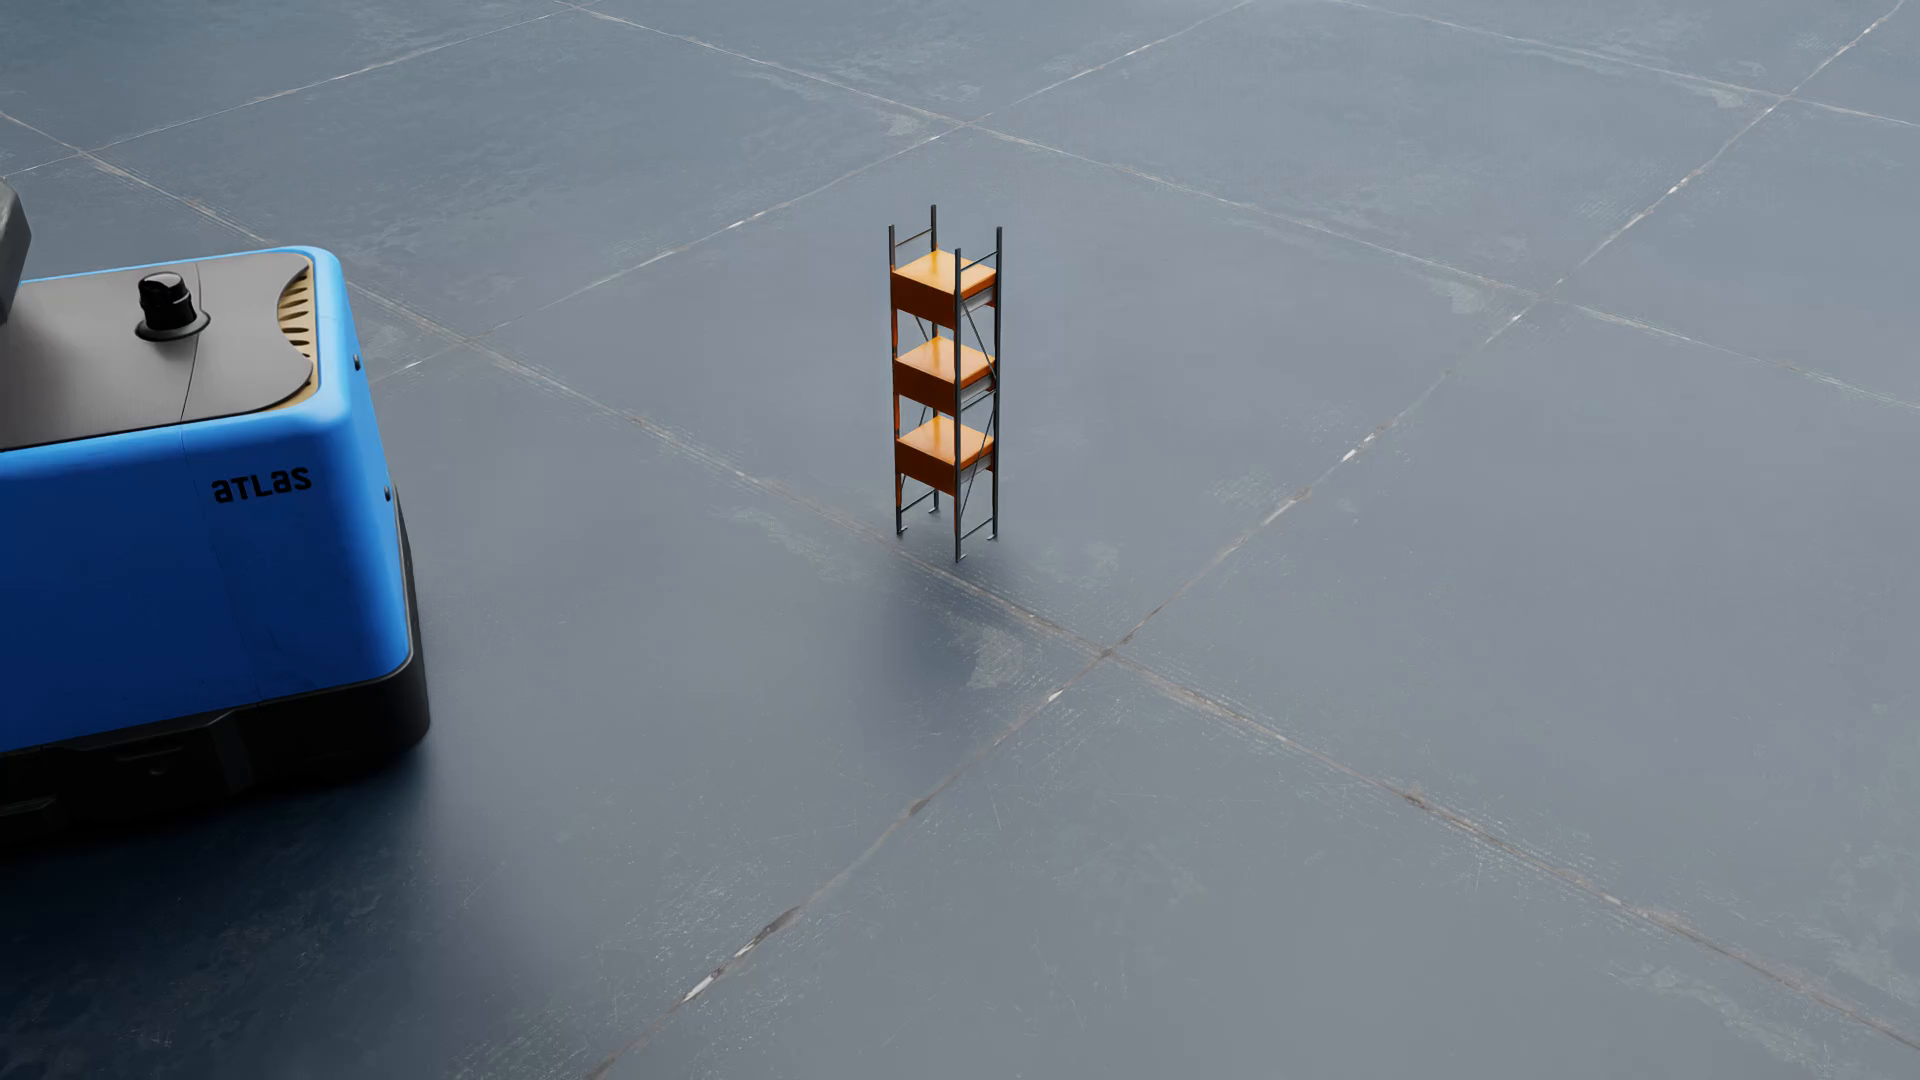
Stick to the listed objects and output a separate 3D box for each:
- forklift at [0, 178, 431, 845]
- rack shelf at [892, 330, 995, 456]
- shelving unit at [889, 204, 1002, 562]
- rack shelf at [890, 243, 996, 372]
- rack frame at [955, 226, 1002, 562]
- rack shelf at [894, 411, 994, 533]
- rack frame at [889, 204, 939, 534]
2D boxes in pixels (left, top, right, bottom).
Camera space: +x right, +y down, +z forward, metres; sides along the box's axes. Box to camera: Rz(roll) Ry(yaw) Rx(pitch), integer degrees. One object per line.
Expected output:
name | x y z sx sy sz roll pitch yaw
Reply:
forklift | -2.978 -0.618 3.560 3.031 2.935 1.130 -11 36 -15
rack shelf | -0.041 -0.443 4.987 0.240 0.259 0.215 25 42 32
shelving unit | -0.041 -0.452 4.981 0.252 1.050 0.215 25 42 32
rack shelf | -0.041 -0.677 4.826 0.240 0.259 0.215 25 42 32
rack frame | 0.053 -0.408 4.917 0.008 1.050 0.200 25 42 32
rack shelf | -0.041 -0.214 5.144 0.240 0.259 0.215 25 42 32
rack frame | -0.135 -0.496 5.045 0.008 1.050 0.200 25 42 32
